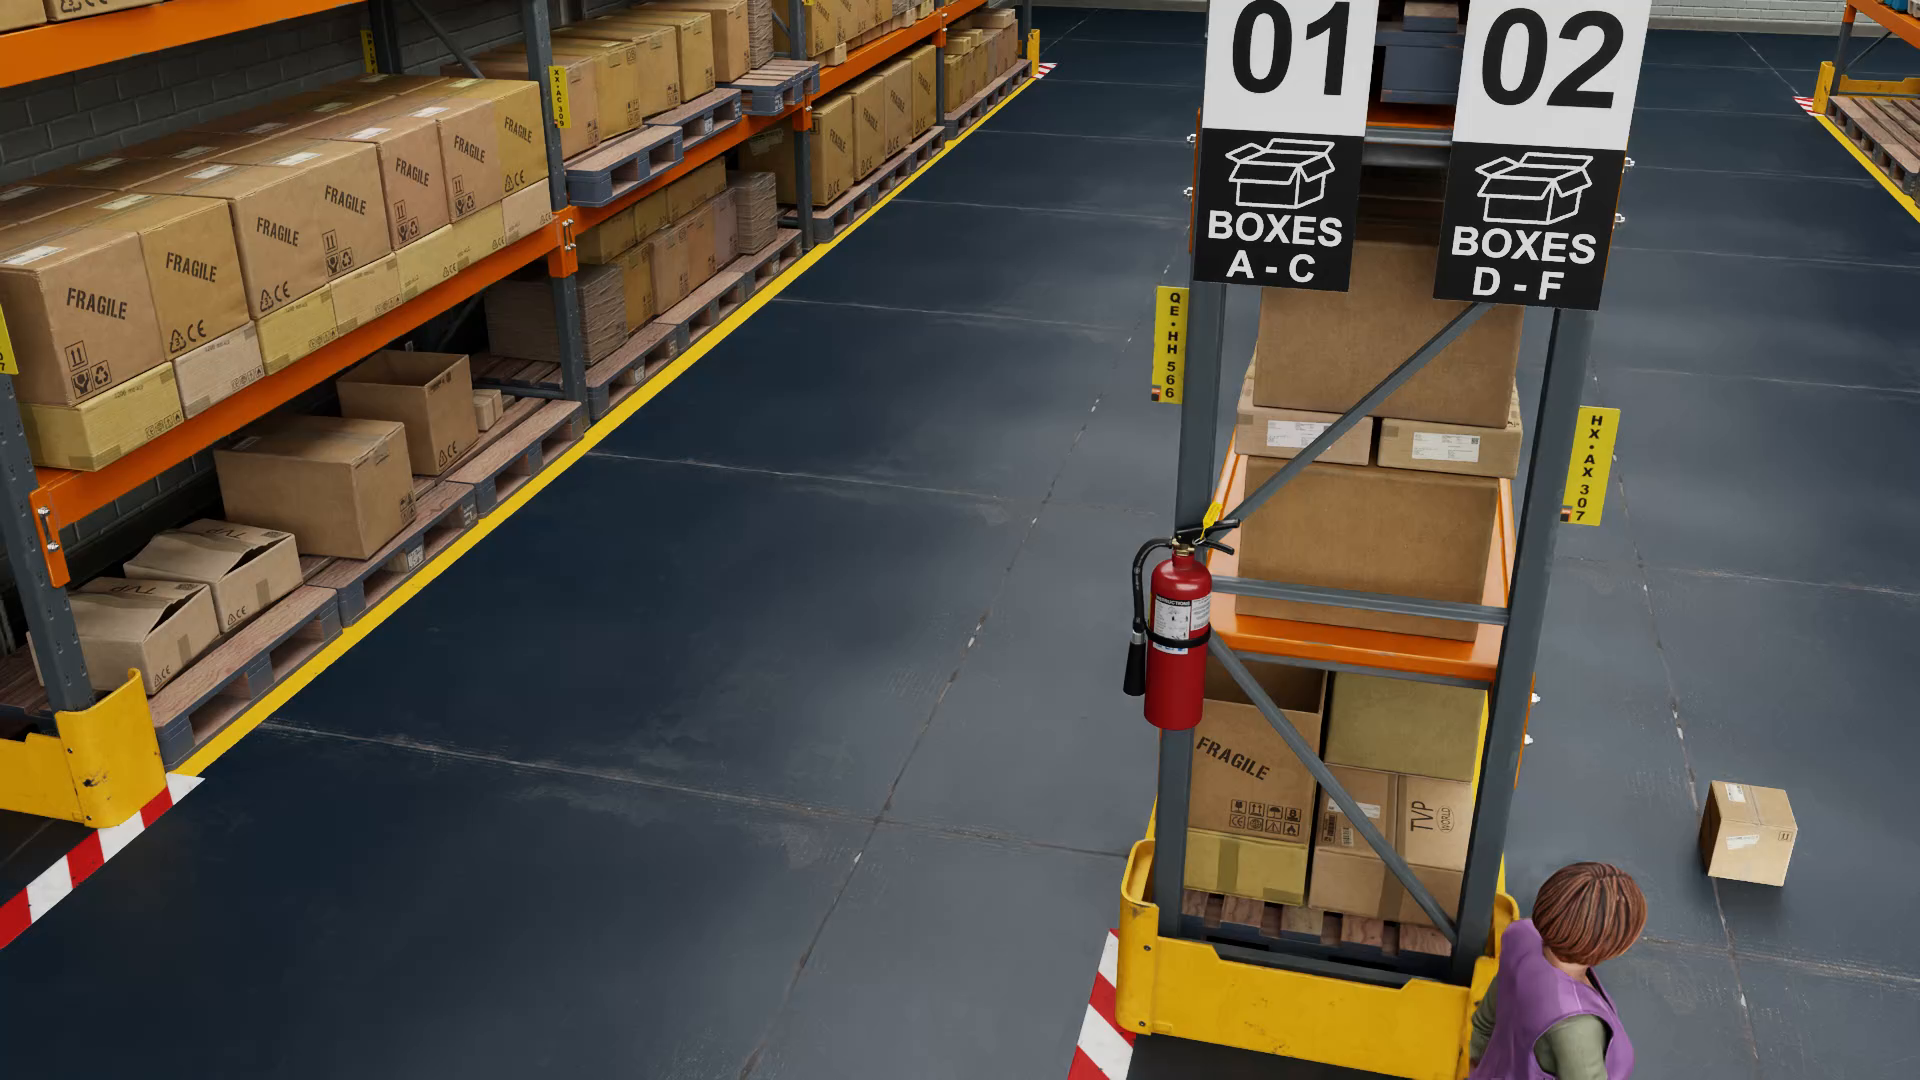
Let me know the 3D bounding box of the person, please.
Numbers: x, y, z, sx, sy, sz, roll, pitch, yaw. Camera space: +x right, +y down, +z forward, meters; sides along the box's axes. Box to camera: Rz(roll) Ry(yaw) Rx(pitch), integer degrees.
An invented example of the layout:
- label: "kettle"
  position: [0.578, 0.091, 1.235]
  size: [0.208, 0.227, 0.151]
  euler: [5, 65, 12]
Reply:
- label: "person"
  position: [1.329, 1.388, 3.726]
  size: [0.809, 1.590, 0.423]
  euler: [5, 26, 10]
